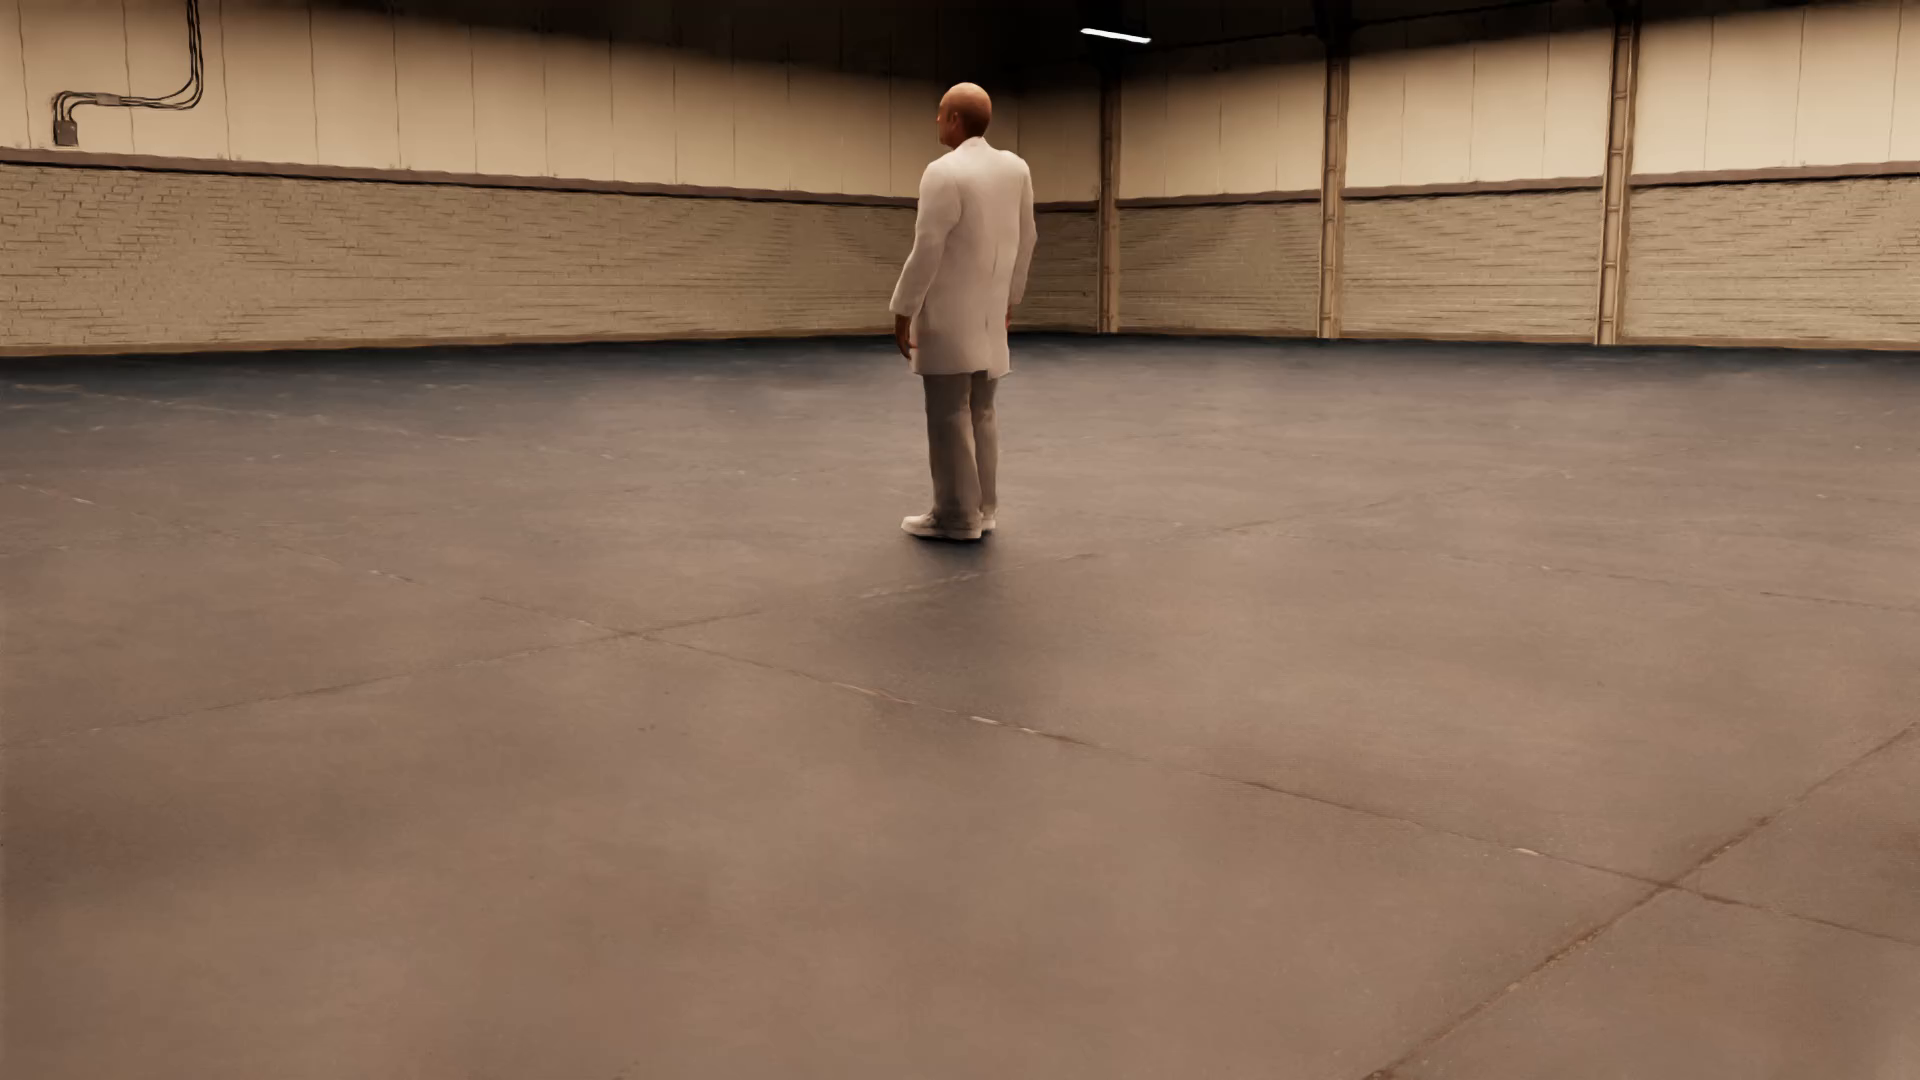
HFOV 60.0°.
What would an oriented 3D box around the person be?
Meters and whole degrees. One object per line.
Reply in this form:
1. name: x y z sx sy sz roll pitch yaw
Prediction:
1. person: -0.062 -0.896 6.650 0.579 1.776 0.694 8 12 43
